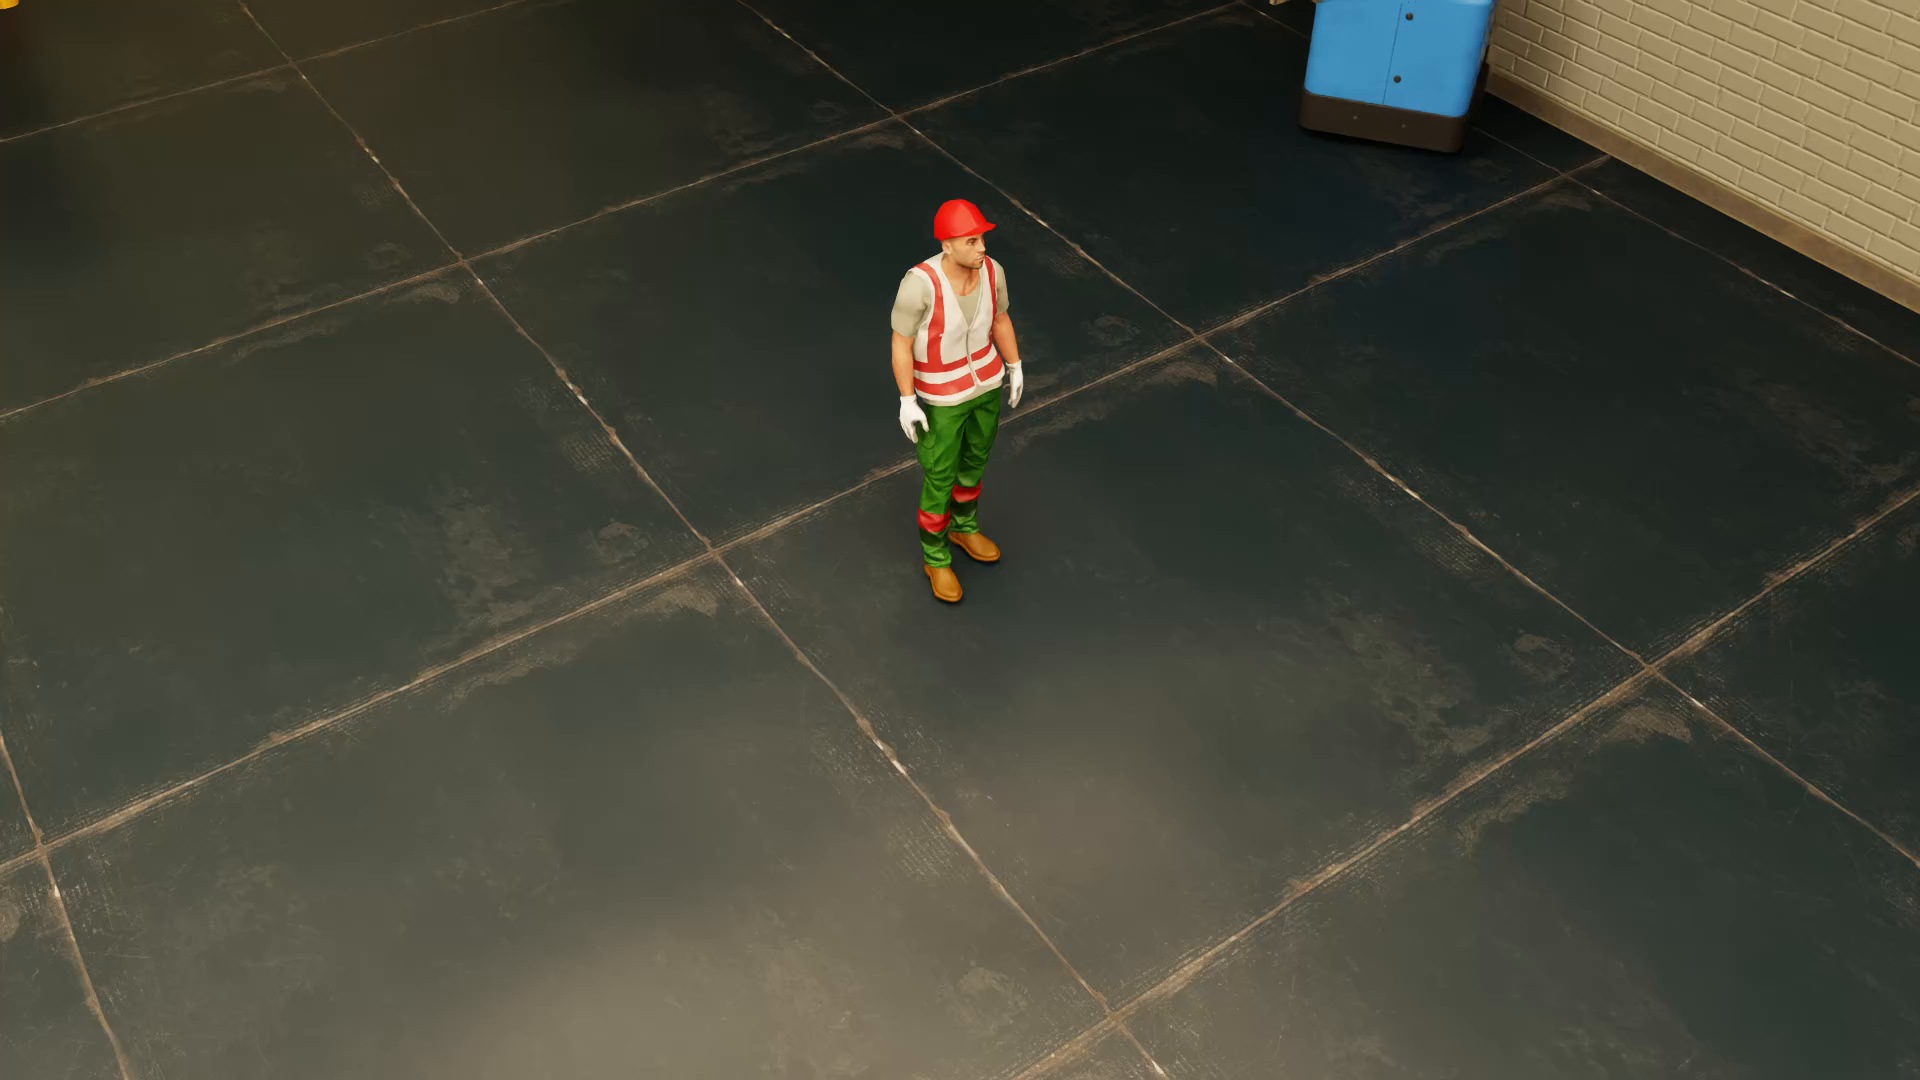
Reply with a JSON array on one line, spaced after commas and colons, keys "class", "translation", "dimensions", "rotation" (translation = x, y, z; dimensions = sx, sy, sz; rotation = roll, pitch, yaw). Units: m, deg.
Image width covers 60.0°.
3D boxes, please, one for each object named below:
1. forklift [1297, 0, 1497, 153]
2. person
[{"class": "forklift", "translation": [3.149, -4.513, 10.613], "dimensions": [1.130, 2.935, 3.031], "rotation": [14, 44, 15]}, {"class": "person", "translation": [0.035, -0.614, 7.214], "dimensions": [0.637, 1.787, 0.564], "rotation": [-25, 48, -25]}]
